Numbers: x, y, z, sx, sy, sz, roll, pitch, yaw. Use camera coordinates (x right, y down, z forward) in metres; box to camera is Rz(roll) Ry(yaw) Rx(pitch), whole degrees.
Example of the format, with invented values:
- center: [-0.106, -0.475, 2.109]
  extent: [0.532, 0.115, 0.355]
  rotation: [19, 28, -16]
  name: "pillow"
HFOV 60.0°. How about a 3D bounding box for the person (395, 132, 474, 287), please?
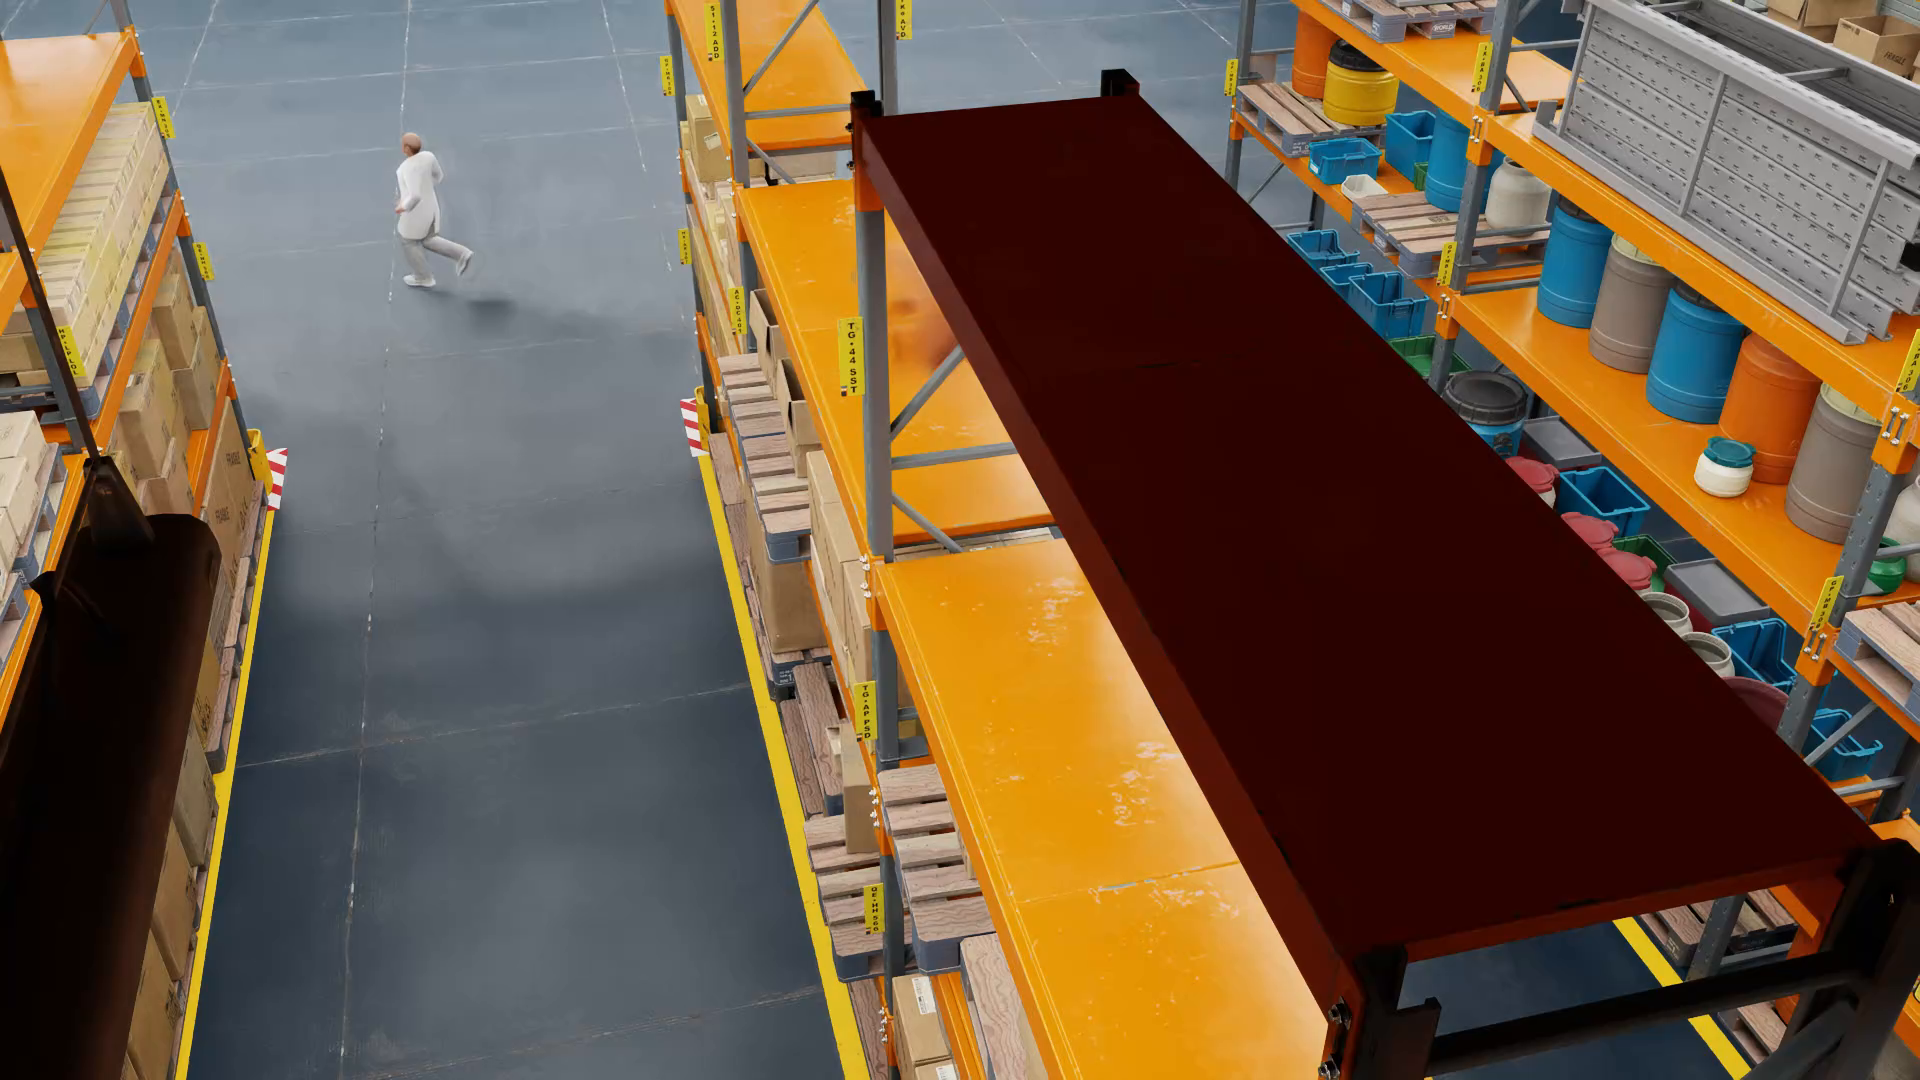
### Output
- center: [-5.671, -3.387, 17.665]
  extent: [0.875, 1.555, 0.708]
  rotation: [9, 35, 13]
  name: "person"
